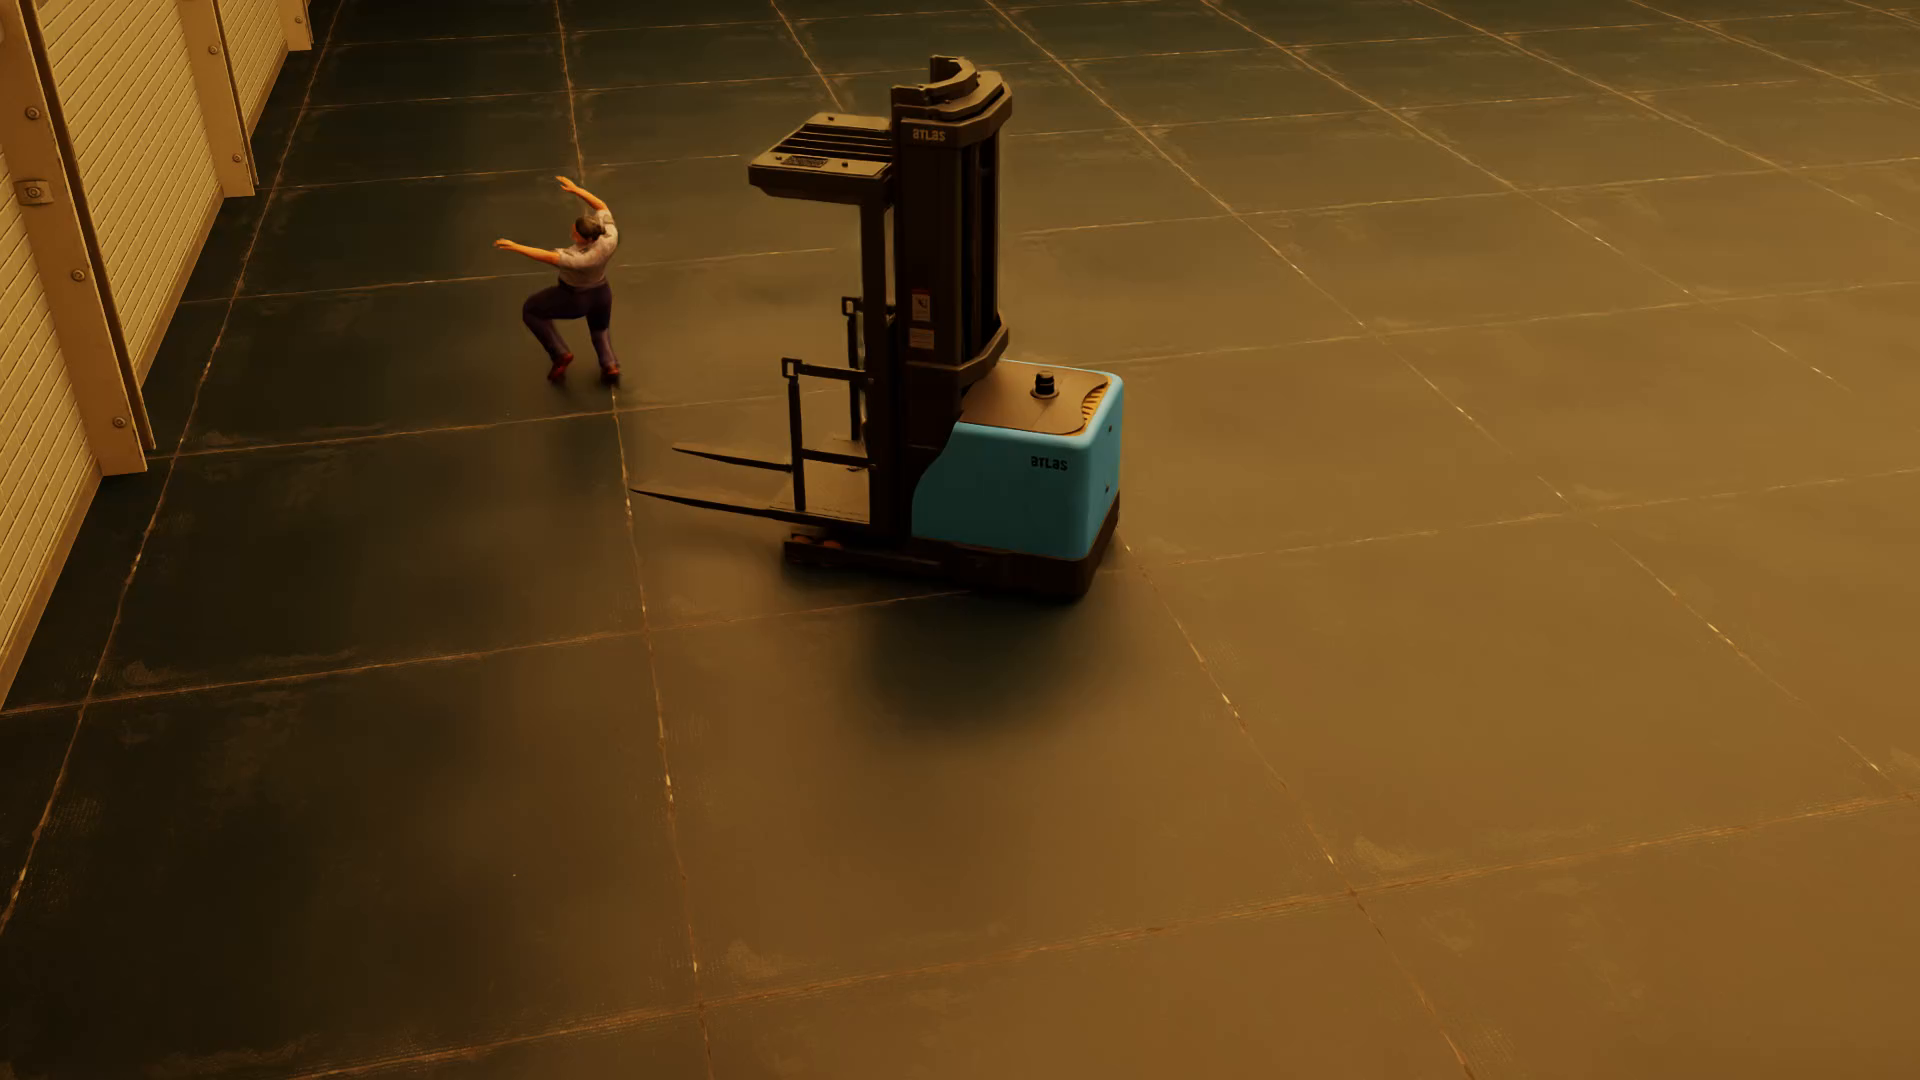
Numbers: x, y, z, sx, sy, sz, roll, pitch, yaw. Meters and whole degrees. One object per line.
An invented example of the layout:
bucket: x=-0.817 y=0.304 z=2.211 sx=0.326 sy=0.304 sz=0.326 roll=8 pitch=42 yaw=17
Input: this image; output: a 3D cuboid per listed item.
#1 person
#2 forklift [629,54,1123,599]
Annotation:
person: x=-2.986 y=-1.832 z=12.162 sx=1.026 sy=1.569 sz=0.776 roll=-25 pitch=39 yaw=-37
forklift: x=-0.572 y=-1.340 z=9.889 sx=3.031 sy=2.935 sz=1.130 roll=9 pitch=31 yaw=15
